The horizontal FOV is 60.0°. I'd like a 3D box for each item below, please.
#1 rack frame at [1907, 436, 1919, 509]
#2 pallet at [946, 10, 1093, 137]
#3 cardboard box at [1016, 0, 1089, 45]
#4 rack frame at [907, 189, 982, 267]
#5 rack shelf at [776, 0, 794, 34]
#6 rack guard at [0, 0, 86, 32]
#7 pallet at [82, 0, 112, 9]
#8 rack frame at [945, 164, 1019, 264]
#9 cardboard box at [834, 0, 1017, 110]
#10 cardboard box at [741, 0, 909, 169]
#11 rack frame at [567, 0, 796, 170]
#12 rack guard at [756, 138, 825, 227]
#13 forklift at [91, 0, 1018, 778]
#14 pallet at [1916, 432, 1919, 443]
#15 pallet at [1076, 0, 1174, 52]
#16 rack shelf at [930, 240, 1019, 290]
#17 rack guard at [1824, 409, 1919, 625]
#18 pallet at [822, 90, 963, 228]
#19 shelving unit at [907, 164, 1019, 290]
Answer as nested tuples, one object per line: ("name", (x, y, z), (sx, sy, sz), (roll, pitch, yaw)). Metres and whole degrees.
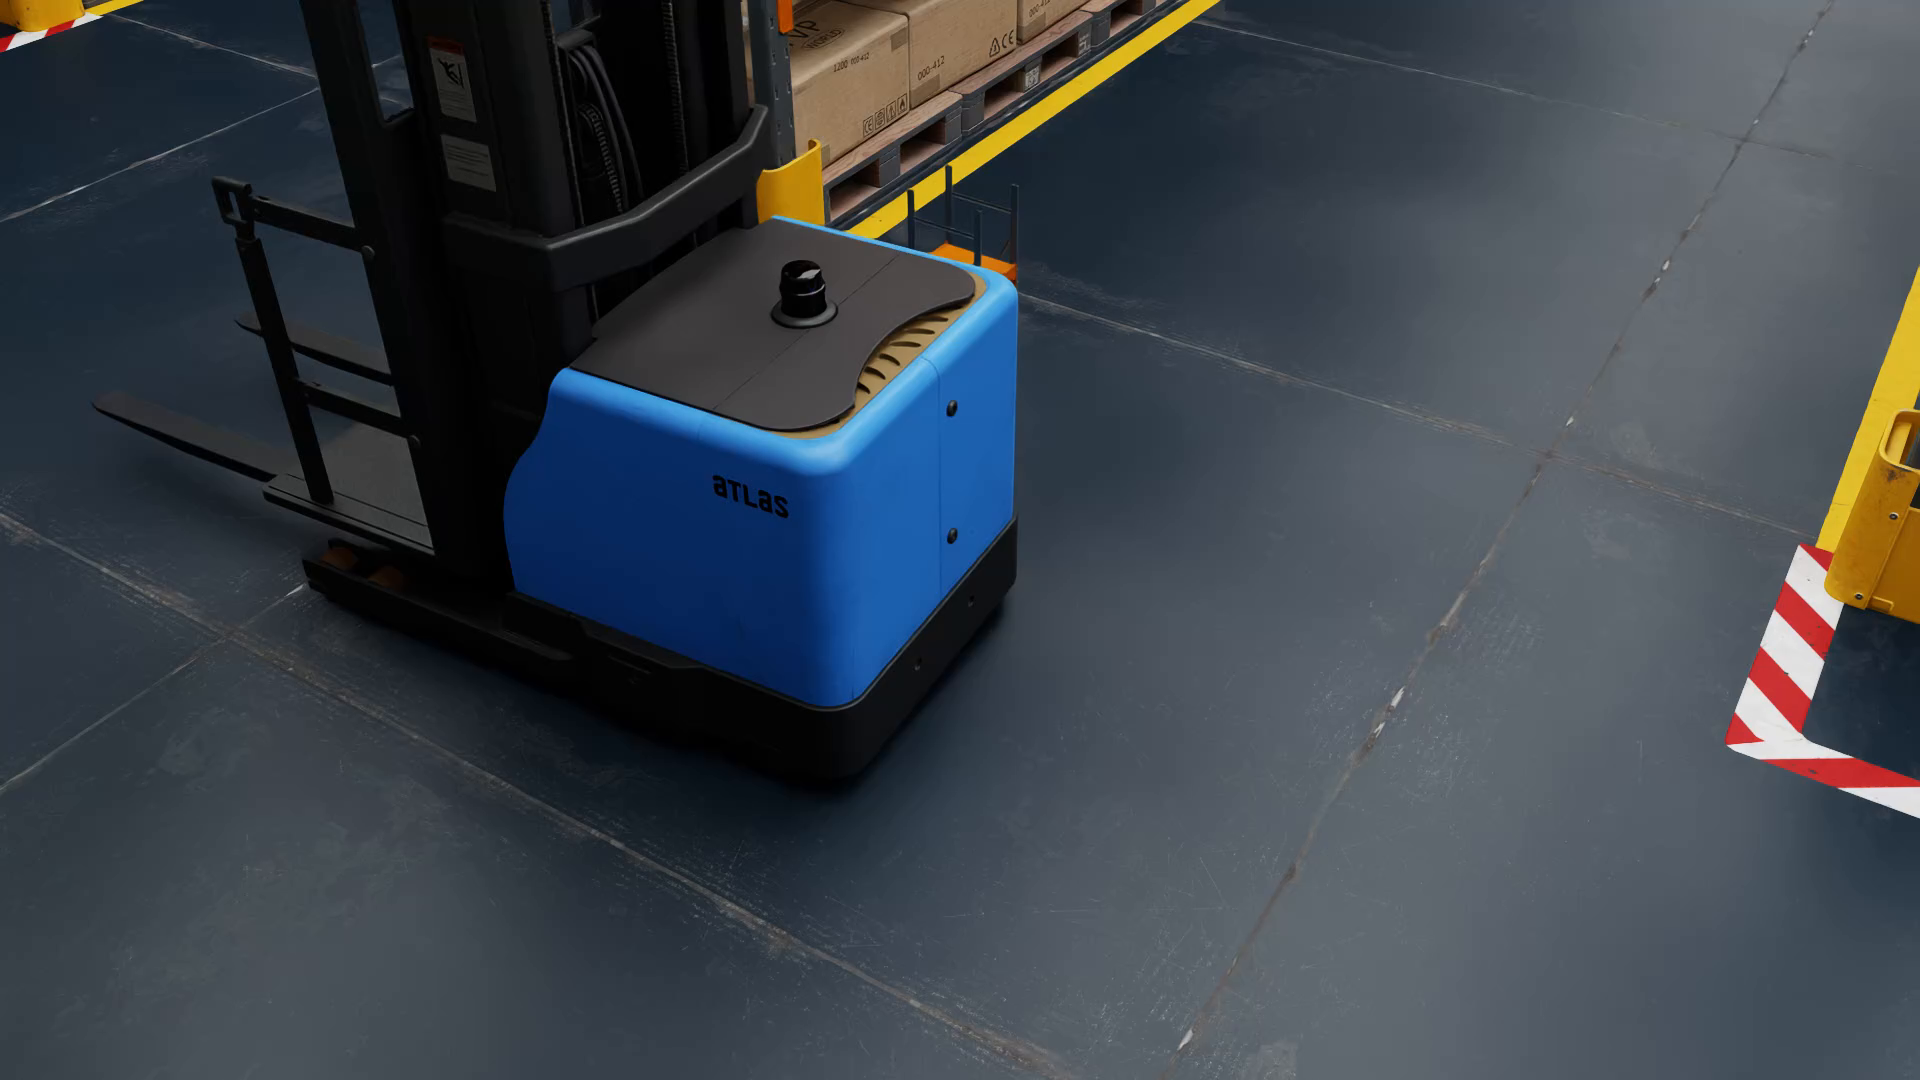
("rack frame", (3.148, -0.878, 3.932), (1.000, 3.000, 0.127), (21, 42, 25))
("pallet", (-0.069, -2.405, 8.197), (1.003, 0.211, 1.213), (21, 42, 25))
("cardboard box", (0.151, -2.909, 8.321), (0.875, 0.438, 0.875), (20, 42, 24))
("rack frame", (-0.042, -0.440, 4.837), (0.240, 1.200, 0.006), (23, 43, 26))
("rack shelf", (-0.014, -3.191, 7.522), (1.077, 0.370, 4.000), (21, 42, 25))
("rack guard", (-5.238, -3.116, 8.883), (1.175, 0.500, 0.348), (21, 42, 25))
("pallet", (-4.812, -3.413, 9.505), (1.003, 0.211, 1.213), (21, 42, 25))
("rack frame", (0.060, -0.533, 4.957), (0.240, 1.200, 0.006), (23, 43, 26))
("cardboard box", (-0.333, -2.444, 7.718), (0.875, 0.438, 0.875), (22, 43, 26))
("cardboard box", (-0.816, -1.970, 7.103), (0.875, 0.438, 0.875), (20, 42, 24))
("rack frame", (-1.086, -2.445, 5.965), (1.000, 3.000, 0.127), (21, 42, 25))
("rack guard", (-1.098, -1.443, 6.712), (1.175, 0.500, 0.348), (21, 42, 25))
("forklift", (-1.375, -1.181, 4.381), (3.031, 2.935, 1.130), (18, 41, 22))
("pallet", (3.654, -0.220, 5.363), (1.003, 0.211, 1.213), (21, 42, 25))
("pallet", (0.584, -3.036, 9.016), (1.003, 0.211, 1.213), (21, 42, 25))
("rack shelf", (0.009, -0.735, 4.704), (0.258, 0.103, 0.180), (23, 43, 26))
("rack guard", (3.189, 0.073, 4.746), (1.175, 0.500, 0.348), (21, 42, 25))
("pallet", (-0.723, -1.779, 7.384), (1.003, 0.211, 1.213), (21, 42, 25))
("shelving unit", (0.009, -0.486, 4.897), (0.258, 1.200, 0.189), (23, 43, 26))
